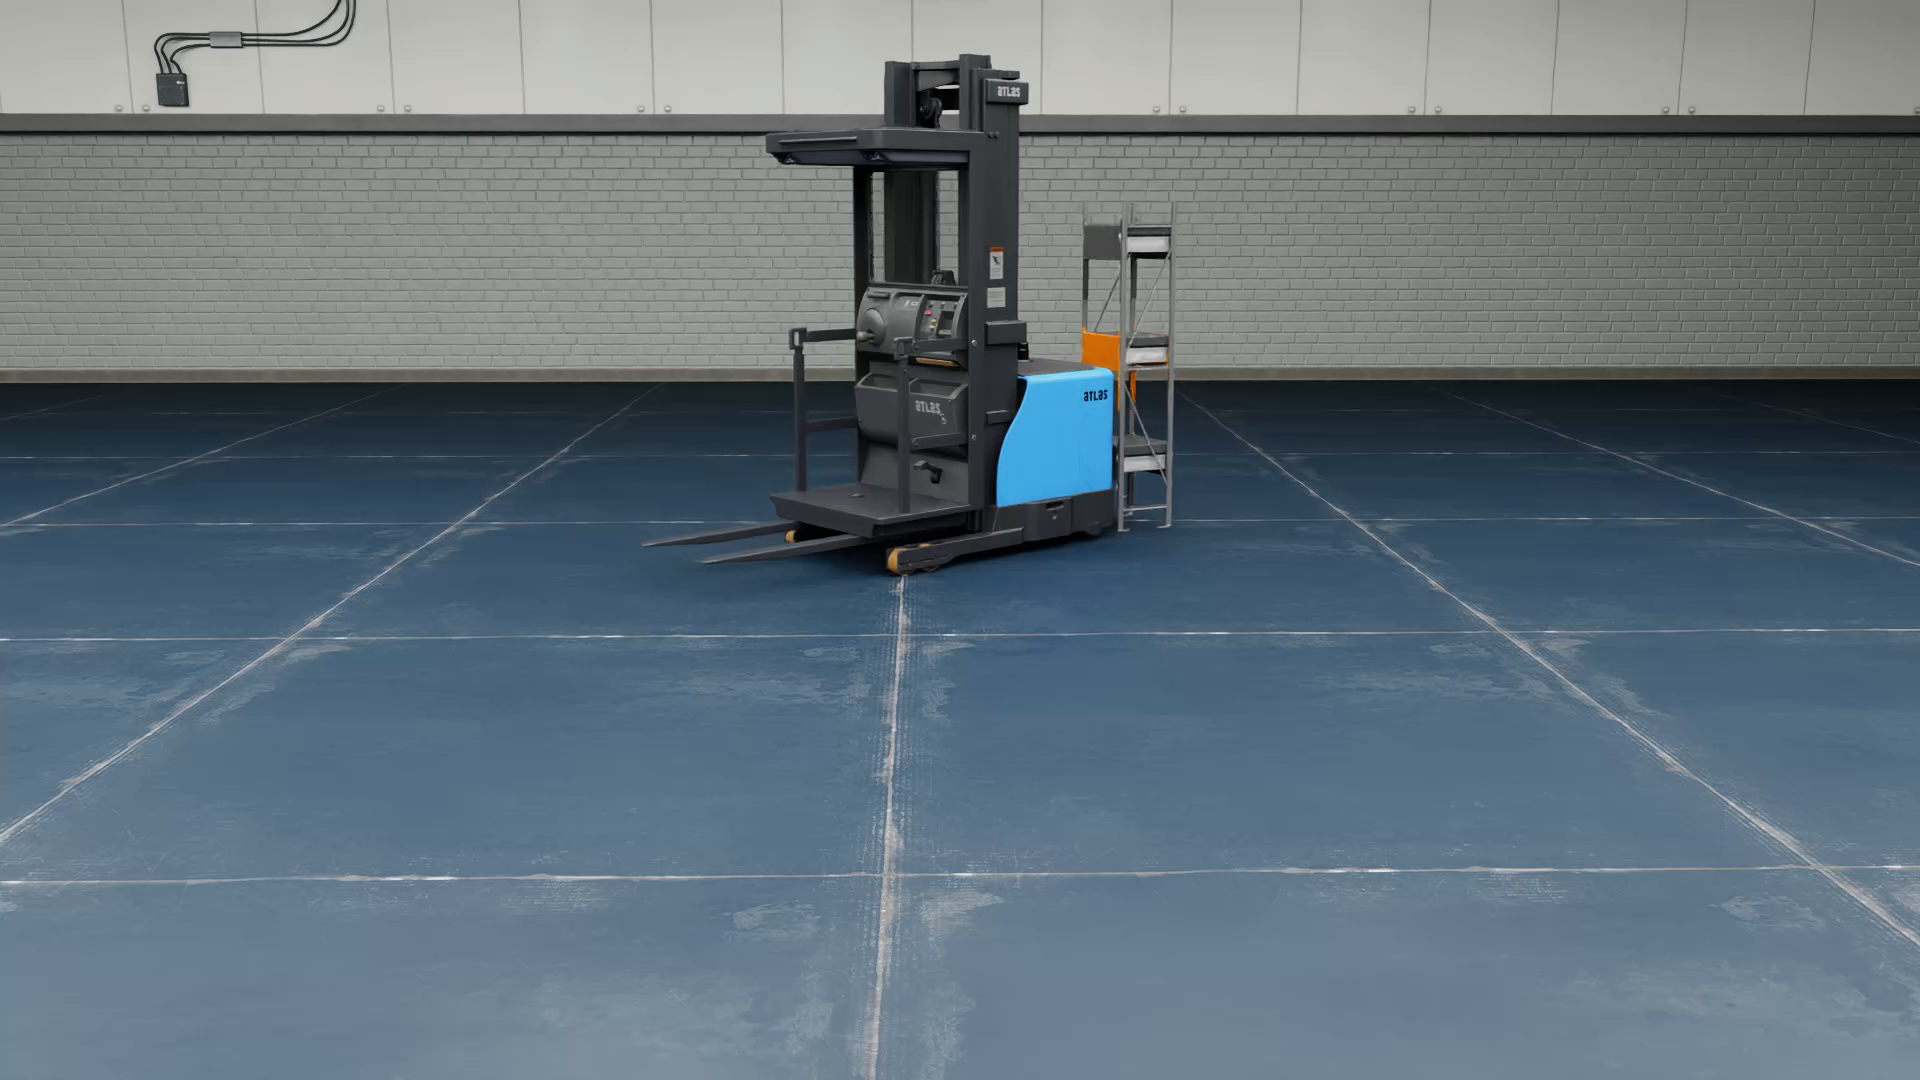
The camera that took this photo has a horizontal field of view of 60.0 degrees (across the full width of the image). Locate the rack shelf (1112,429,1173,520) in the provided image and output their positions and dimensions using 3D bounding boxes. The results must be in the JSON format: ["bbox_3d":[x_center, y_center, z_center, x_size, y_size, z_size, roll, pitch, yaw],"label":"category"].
[{"bbox_3d":[1.098,-0.440,11.021,0.431,0.518,0.480,-5,12,-25],"label":"rack shelf"}]

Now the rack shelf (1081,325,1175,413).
[{"bbox_3d":[1.095,-1.127,10.889,0.431,0.518,0.480,-5,12,-25],"label":"rack shelf"}]

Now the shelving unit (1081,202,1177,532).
[{"bbox_3d":[1.095,-1.141,10.886,0.431,2.100,0.503,-5,12,-25],"label":"shelving unit"}]

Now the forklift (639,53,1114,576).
[{"bbox_3d":[-0.451,-1.345,9.818,3.031,2.935,1.130,-10,15,-41],"label":"forklift"}]

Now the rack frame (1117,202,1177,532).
[{"bbox_3d":[1.200,-1.100,10.670,0.400,2.100,0.015,-5,12,-25],"label":"rack frame"}]

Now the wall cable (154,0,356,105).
[{"bbox_3d":[-8.045,-7.946,18.542,2.305,6.003,0.169,0,11,-1],"label":"wall cable"}]

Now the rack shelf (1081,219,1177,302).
[{"bbox_3d":[1.091,-1.815,10.757,0.431,0.518,0.480,-5,12,-25],"label":"rack shelf"}]

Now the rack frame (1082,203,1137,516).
[{"bbox_3d":[0.990,-1.182,11.103,0.400,2.100,0.015,-5,12,-25],"label":"rack frame"}]
